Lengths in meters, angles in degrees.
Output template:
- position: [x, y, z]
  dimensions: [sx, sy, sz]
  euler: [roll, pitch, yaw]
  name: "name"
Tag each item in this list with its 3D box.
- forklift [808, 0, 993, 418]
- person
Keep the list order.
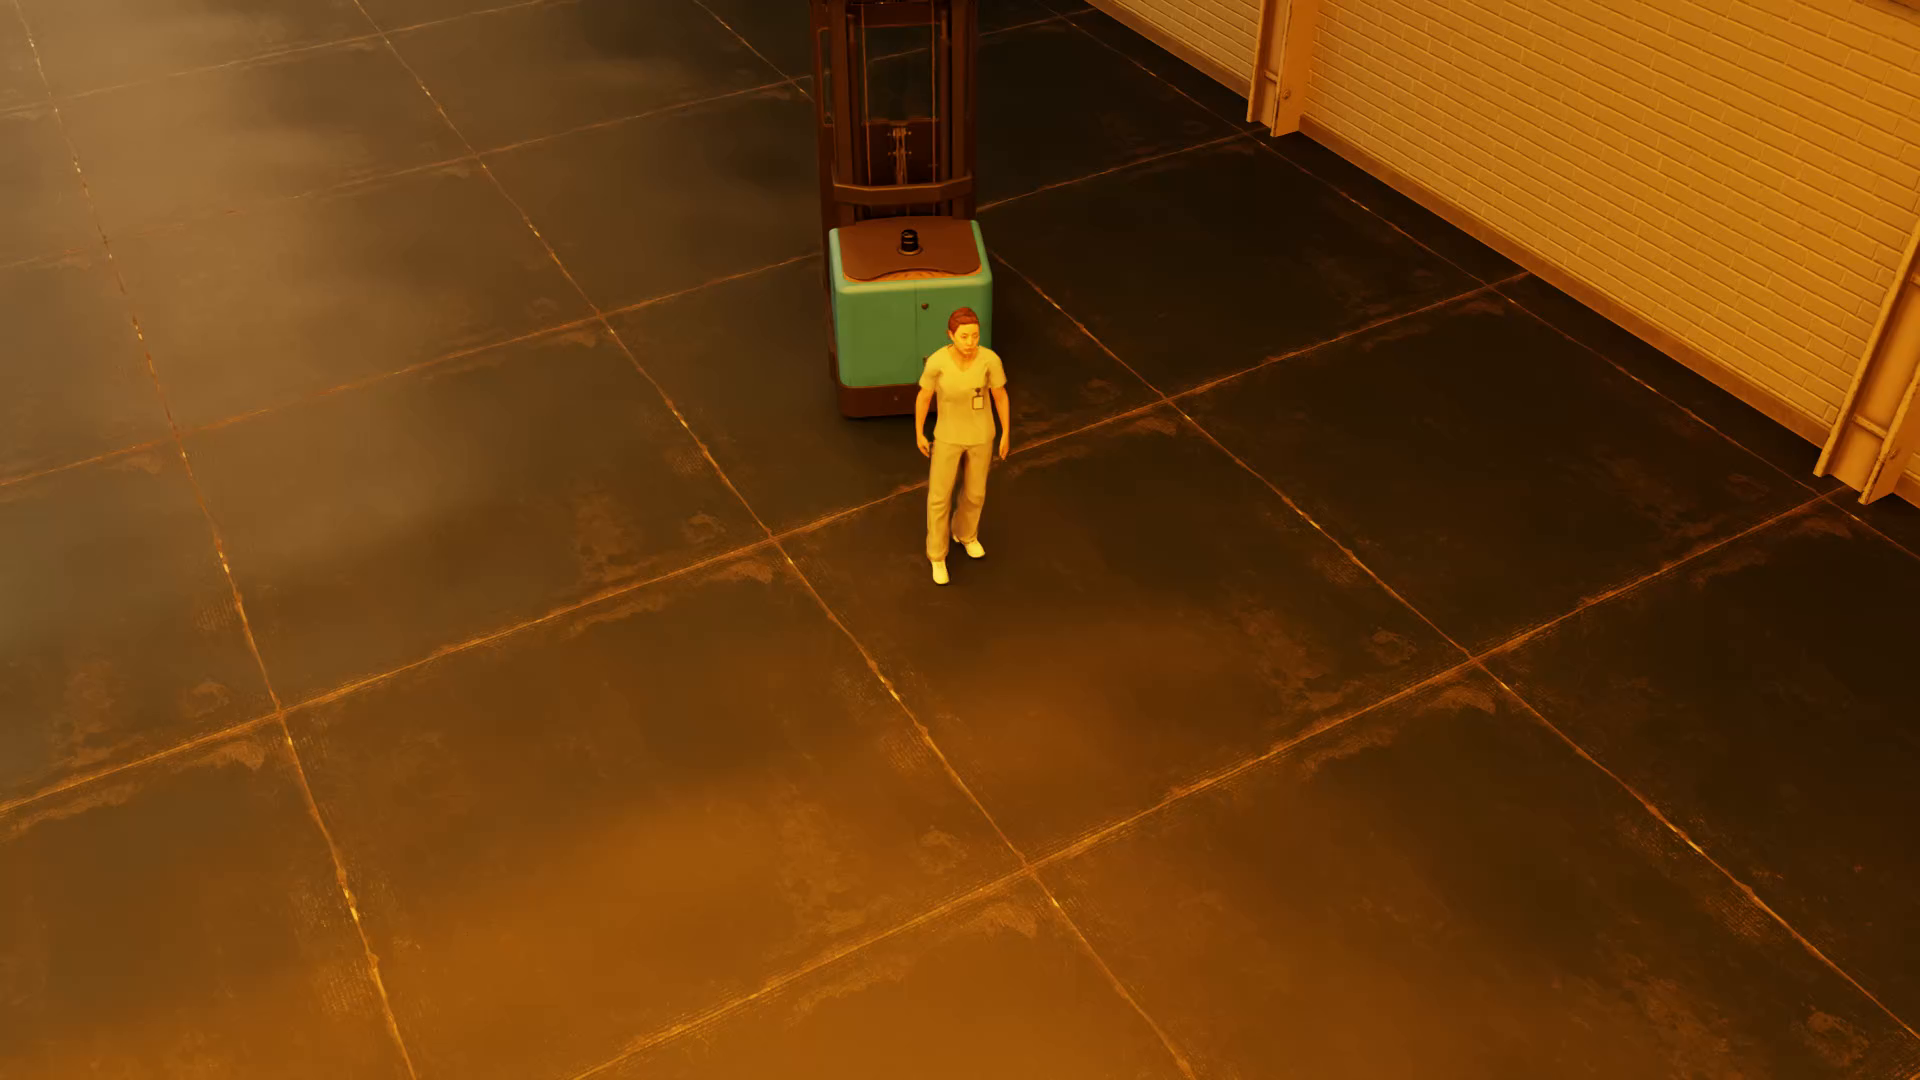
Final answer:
- position: [-0.462, -2.890, 11.521]
  dimensions: [1.130, 2.935, 3.031]
  euler: [-4, 40, -5]
  name: "forklift"
- position: [0.022, -0.550, 9.703]
  dimensions: [0.549, 1.665, 0.604]
  euler: [-2, 40, -3]
  name: "person"
